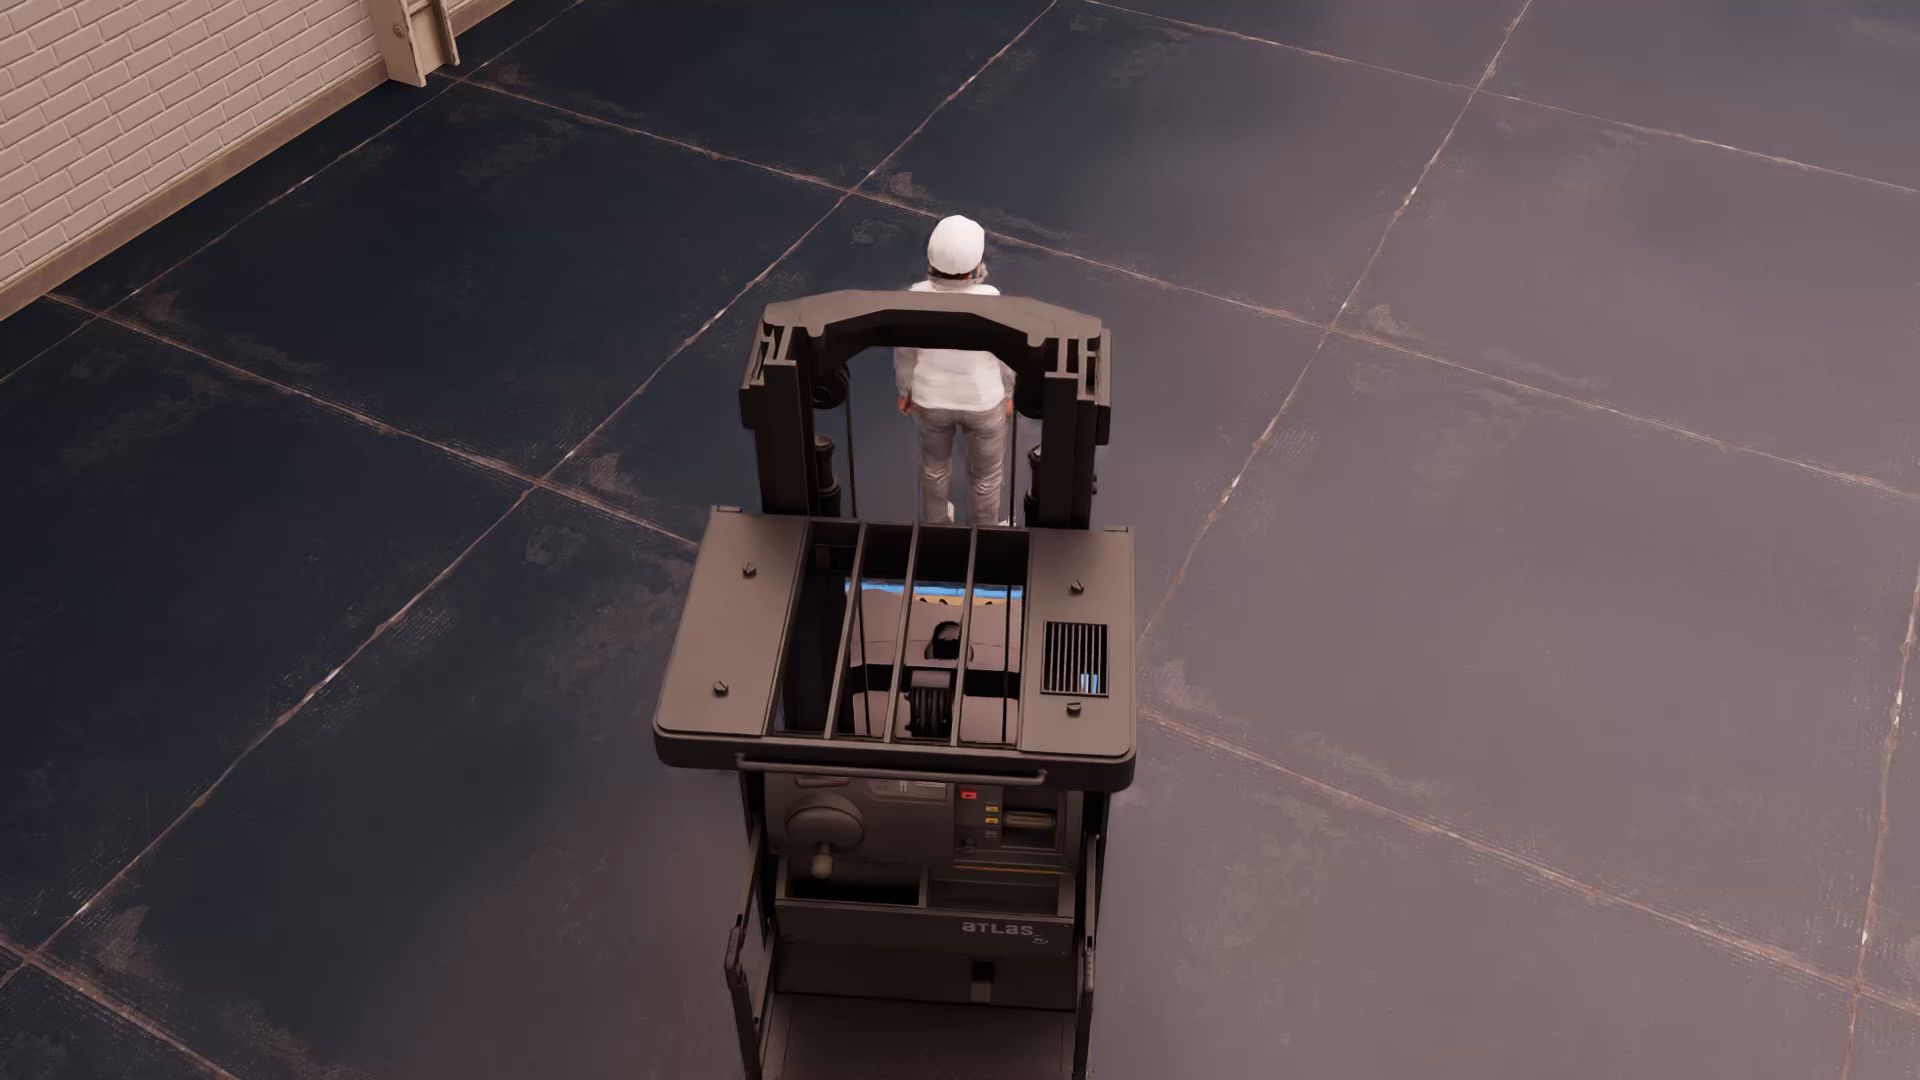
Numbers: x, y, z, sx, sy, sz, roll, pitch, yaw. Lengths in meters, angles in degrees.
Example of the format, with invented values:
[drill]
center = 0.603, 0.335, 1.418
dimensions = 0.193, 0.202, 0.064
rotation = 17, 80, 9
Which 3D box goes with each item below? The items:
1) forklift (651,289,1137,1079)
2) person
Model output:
[forklift]
center = -0.120, 0.894, 4.705
dimensions = 1.130, 2.935, 3.031
rotation = 3, 43, 3
[person]
center = -0.006, -0.658, 7.200
dimensions = 0.542, 1.772, 0.408
rotation = 3, 43, 3
